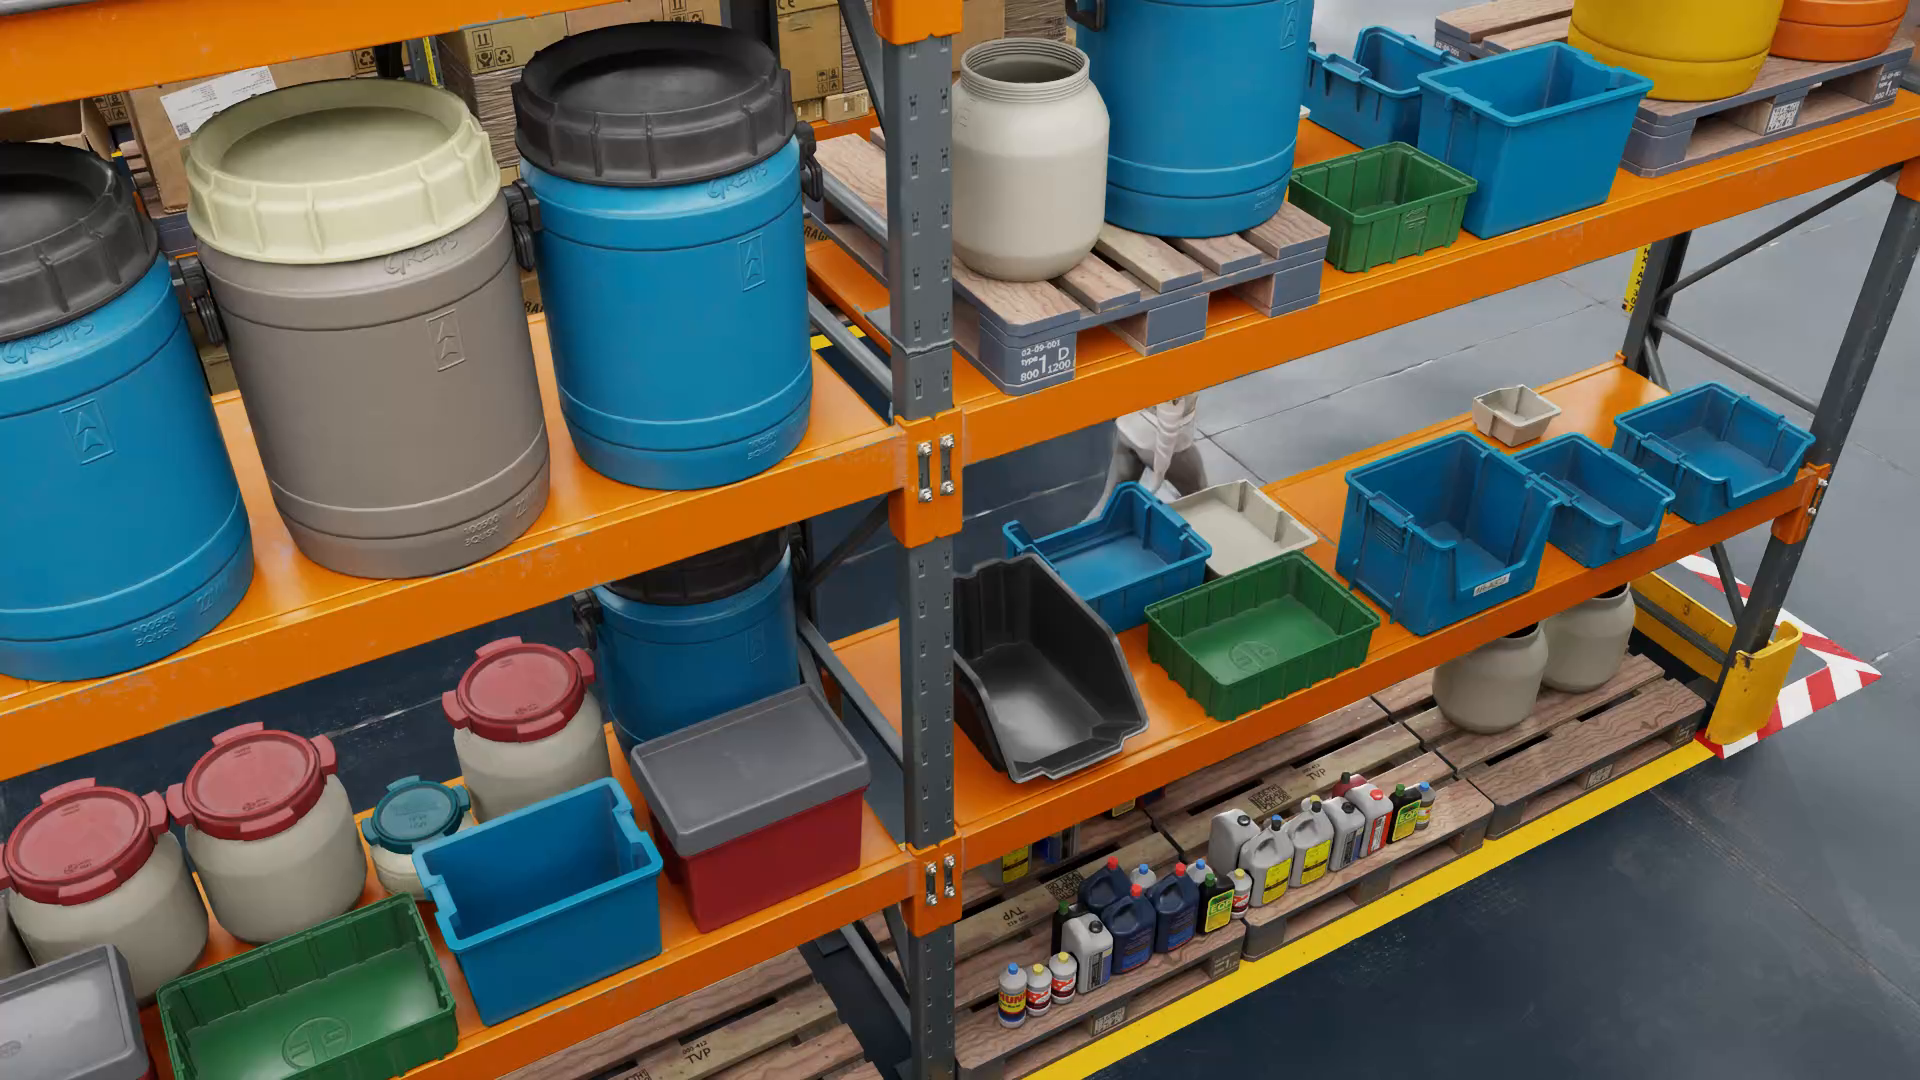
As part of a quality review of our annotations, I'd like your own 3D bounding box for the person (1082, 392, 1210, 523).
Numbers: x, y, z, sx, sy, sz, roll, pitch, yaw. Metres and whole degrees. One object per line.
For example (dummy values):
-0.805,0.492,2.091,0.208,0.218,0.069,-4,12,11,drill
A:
0.911,-0.496,7.549,1.016,1.630,0.490,-21,42,-26,person
